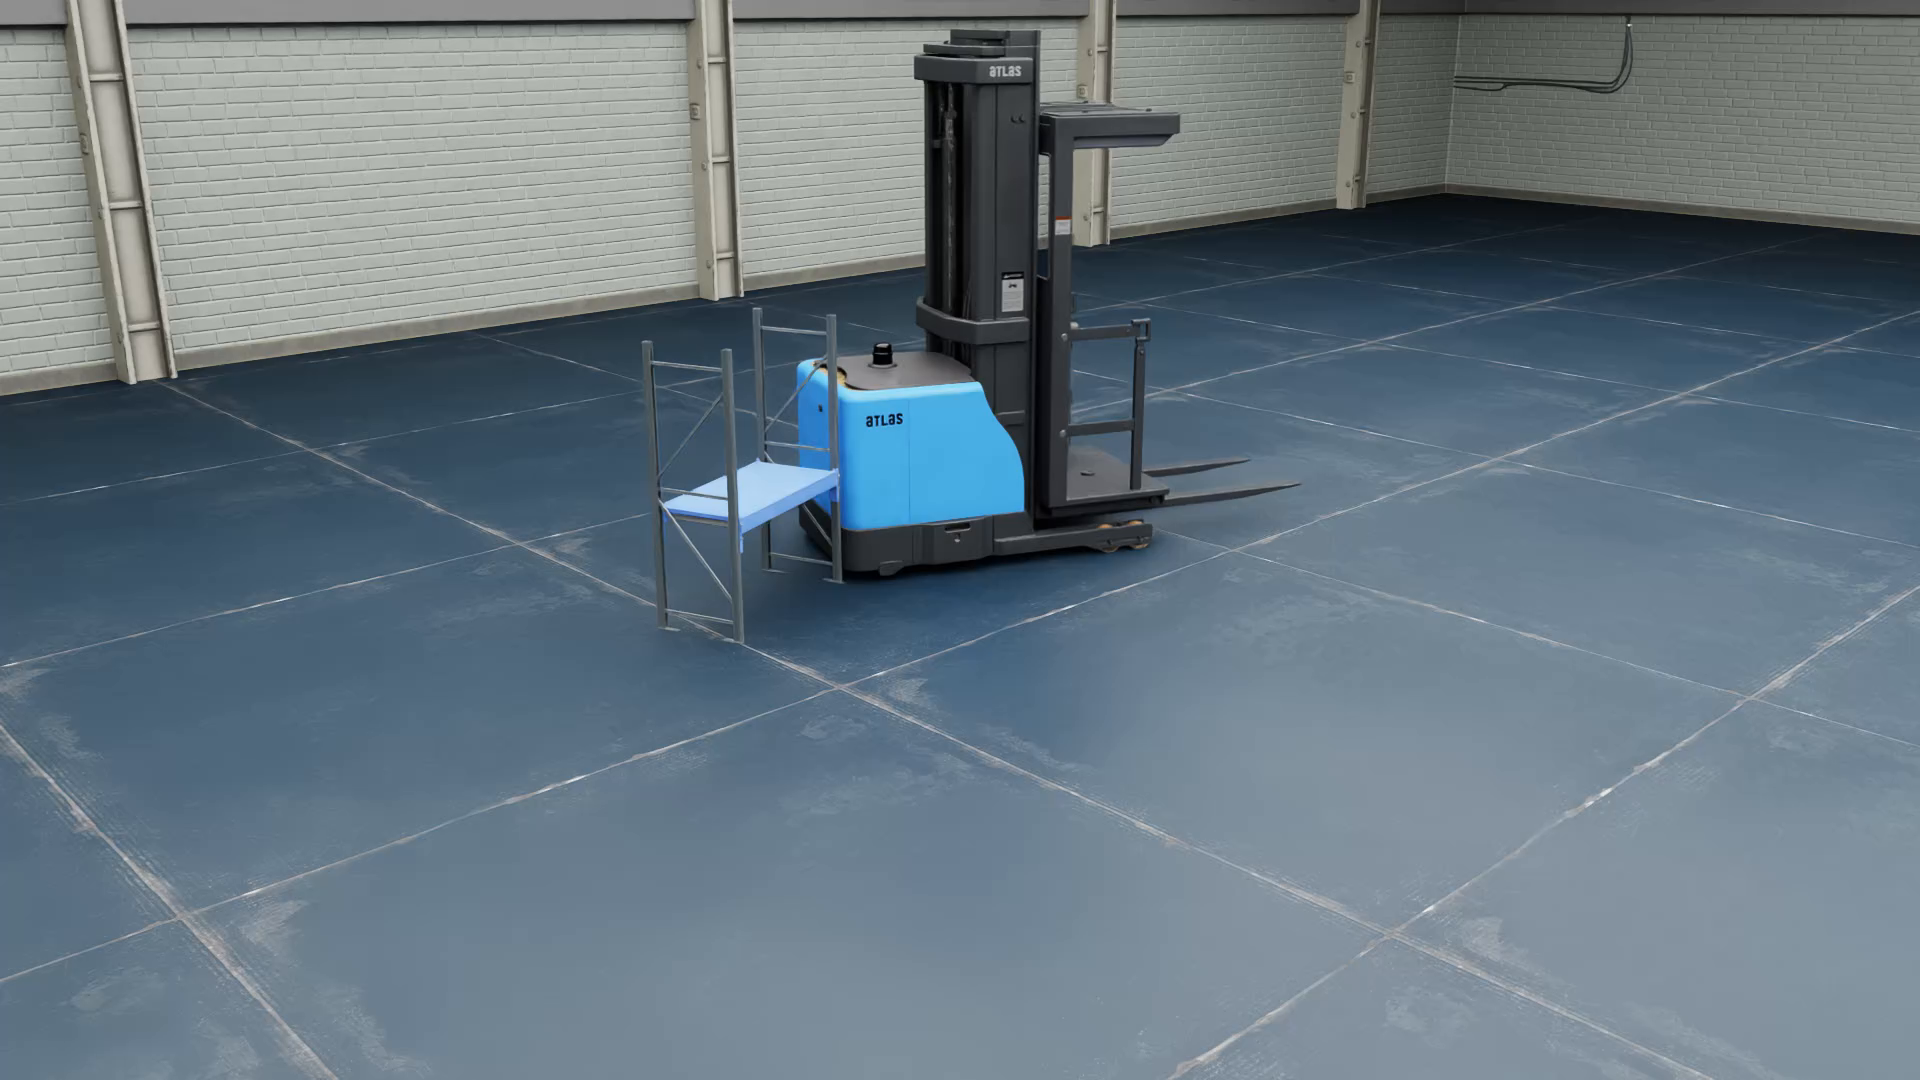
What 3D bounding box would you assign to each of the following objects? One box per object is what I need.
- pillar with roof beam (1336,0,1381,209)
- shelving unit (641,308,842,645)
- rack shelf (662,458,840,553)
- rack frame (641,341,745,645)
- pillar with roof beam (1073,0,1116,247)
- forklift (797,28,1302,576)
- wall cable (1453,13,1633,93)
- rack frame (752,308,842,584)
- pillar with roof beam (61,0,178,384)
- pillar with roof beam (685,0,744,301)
[{"bbox_3d":[9.065,-8.521,21.675,0.400,9.000,9.100,-16,24,-41],"label":"pillar with roof beam"},{"bbox_3d":[-1.104,-0.366,8.682,0.538,1.500,1.048,8,20,24],"label":"shelving unit"},{"bbox_3d":[-1.104,-0.195,8.737,0.538,0.185,1.000,8,20,24],"label":"rack shelf"},{"bbox_3d":[-1.320,-0.224,8.244,0.500,1.500,0.032,8,20,24],"label":"rack frame"},{"bbox_3d":[4.705,-7.249,17.753,0.400,9.000,9.100,-16,24,-41],"label":"pillar with roof beam"},{"bbox_3d":[0.600,-1.461,9.740,3.031,2.935,1.130,-7,19,-20],"label":"forklift"},{"bbox_3d":[9.156,-8.336,26.140,0.112,2.526,3.097,-16,24,-41],"label":"wall cable"},{"bbox_3d":[-0.889,-0.508,9.120,0.500,1.500,0.032,8,20,24],"label":"rack frame"},{"bbox_3d":[-4.014,-4.707,9.911,0.400,9.000,9.100,-16,24,-41],"label":"pillar with roof beam"},{"bbox_3d":[0.346,-5.978,13.832,0.400,9.000,9.100,-16,24,-41],"label":"pillar with roof beam"}]
